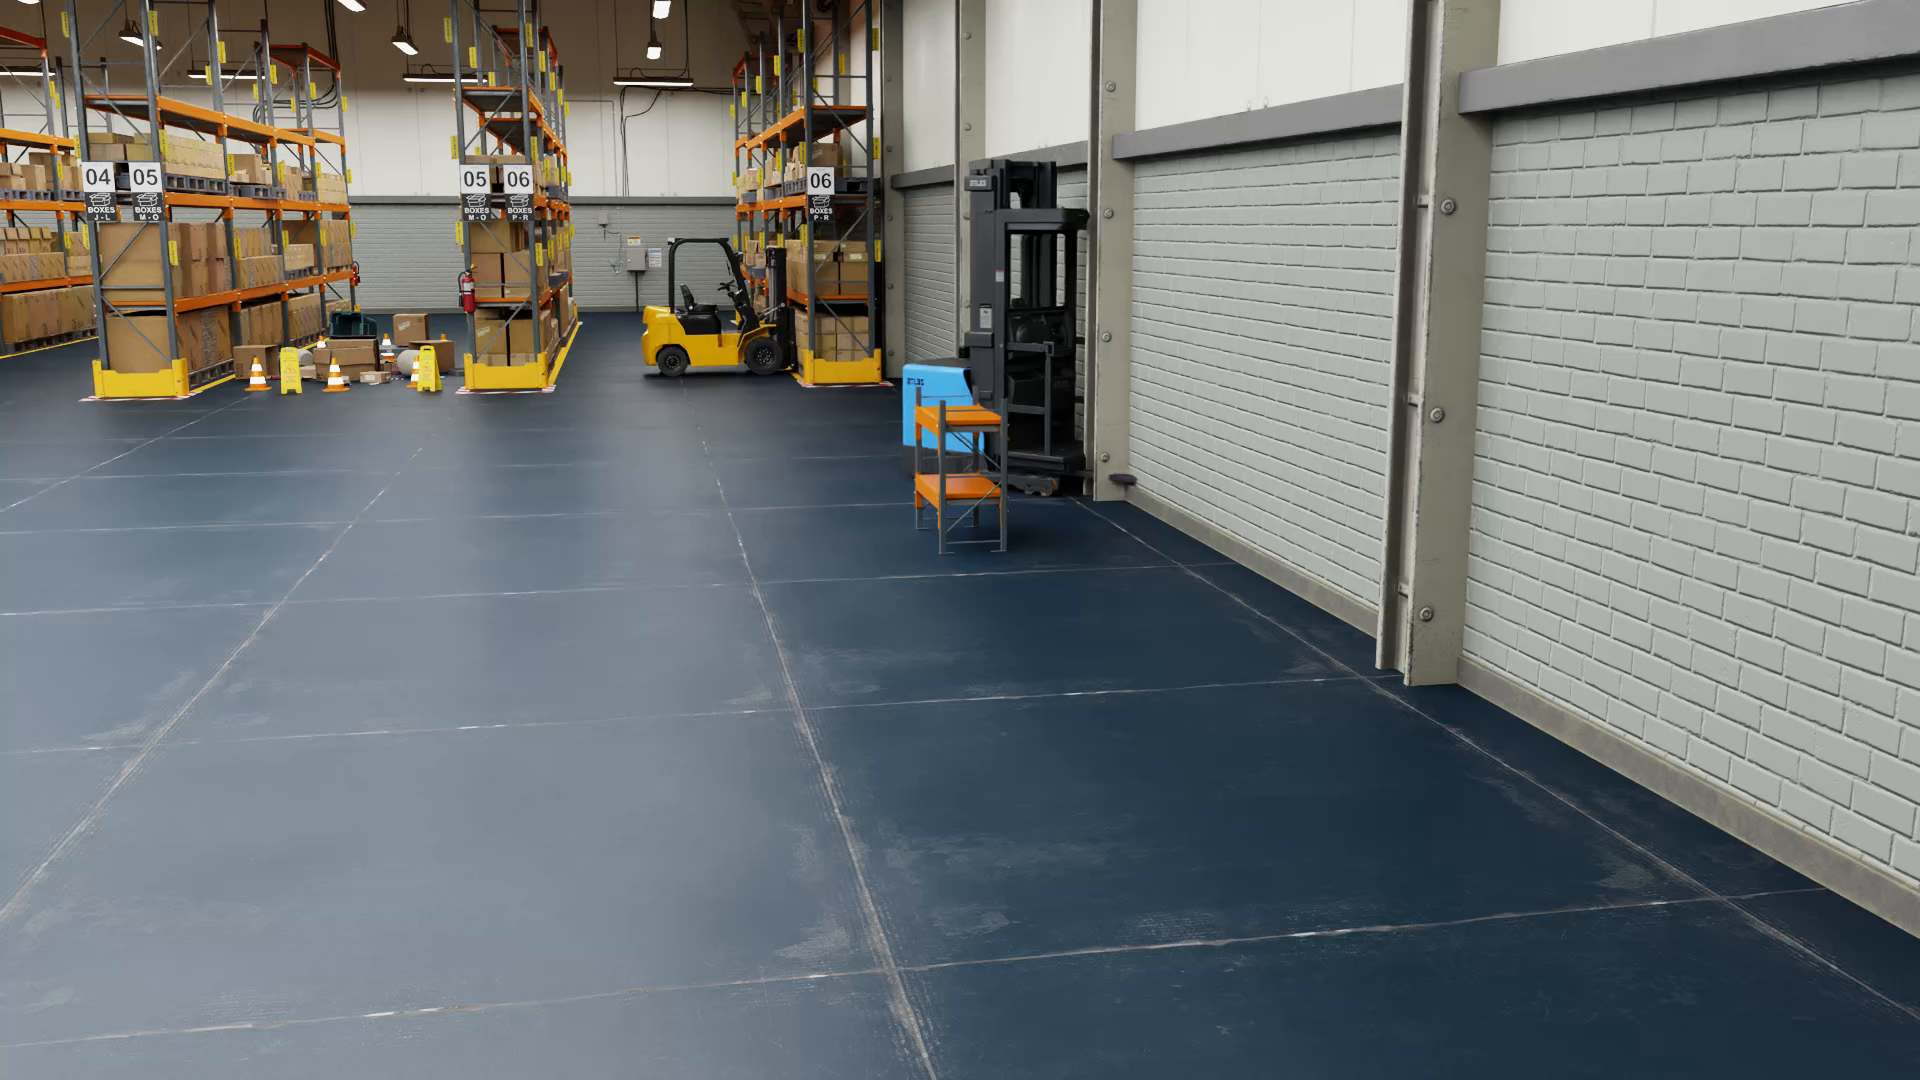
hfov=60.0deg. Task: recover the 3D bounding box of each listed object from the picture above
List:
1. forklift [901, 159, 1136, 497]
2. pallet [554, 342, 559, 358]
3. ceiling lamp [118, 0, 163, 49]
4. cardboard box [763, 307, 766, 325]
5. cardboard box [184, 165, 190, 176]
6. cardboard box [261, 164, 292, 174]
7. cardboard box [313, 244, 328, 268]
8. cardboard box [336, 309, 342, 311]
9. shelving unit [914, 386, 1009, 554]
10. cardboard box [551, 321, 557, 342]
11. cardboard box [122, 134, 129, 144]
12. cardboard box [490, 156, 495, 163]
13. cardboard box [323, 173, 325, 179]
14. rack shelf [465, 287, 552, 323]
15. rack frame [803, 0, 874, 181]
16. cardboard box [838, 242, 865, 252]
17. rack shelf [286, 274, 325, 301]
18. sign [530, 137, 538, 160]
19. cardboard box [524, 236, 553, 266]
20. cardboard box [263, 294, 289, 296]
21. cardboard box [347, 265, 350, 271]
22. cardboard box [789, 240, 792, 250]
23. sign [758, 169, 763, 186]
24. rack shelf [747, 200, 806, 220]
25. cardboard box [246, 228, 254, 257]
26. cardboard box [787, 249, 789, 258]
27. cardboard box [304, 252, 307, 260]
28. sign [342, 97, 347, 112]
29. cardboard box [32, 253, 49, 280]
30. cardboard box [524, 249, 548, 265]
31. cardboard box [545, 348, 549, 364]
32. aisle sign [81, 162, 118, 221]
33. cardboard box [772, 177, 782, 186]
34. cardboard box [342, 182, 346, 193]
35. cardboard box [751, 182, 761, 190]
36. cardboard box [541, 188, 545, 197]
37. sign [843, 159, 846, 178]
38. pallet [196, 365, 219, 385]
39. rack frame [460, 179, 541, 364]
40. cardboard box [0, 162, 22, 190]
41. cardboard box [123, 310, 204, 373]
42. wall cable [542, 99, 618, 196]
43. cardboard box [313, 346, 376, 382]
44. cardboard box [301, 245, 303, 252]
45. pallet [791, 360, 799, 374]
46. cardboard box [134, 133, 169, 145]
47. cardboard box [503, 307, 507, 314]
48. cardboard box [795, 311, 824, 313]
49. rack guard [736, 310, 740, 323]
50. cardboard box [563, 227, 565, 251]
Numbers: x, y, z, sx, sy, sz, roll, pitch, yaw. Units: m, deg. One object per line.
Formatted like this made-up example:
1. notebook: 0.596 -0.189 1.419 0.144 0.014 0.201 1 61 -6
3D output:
1. forklift: 0.893 -1.934 15.021 3.031 2.935 1.130 9 14 39
2. pallet: -7.835 -3.443 30.224 1.003 0.211 1.213 -2 11 -11
3. ceiling lamp: -15.852 -11.315 32.466 0.800 3.185 2.000 -2 11 -11
4. cardboard box: -3.731 -4.501 33.886 0.500 0.500 0.500 -2 11 -12
5. cardboard box: -11.448 -5.379 24.196 0.380 0.149 0.250 -2 11 -11
6. cardboard box: -13.661 -7.158 32.858 0.797 0.503 0.637 -2 11 -12
7. cardboard box: -13.682 -6.010 35.189 0.500 0.500 0.500 -2 11 -12
8. cardboard box: -13.900 -5.027 36.793 0.380 0.149 0.250 -2 11 -10
9. shelving unit: -0.001 -0.554 12.598 0.538 1.125 1.048 -2 11 -11
10. cardboard box: -7.968 -3.856 30.840 0.950 0.372 0.625 -2 11 -12
11. cardboard box: -11.994 -5.654 23.505 0.380 0.149 0.250 -2 11 -10
12. cardboard box: -7.031 -5.555 24.374 0.380 0.149 0.250 -2 11 -10
13. cardboard box: -13.853 -7.810 35.681 0.380 0.149 0.250 -2 11 -13
14. rack shelf: -7.052 -3.726 26.175 1.077 0.370 4.000 -2 11 -11
15. rack frame: -1.795 -6.841 24.572 1.000 3.000 0.127 -2 11 -11
16. cardboard box: -1.651 -4.477 25.399 0.380 0.149 0.250 -2 11 -12
17. rack shelf: -13.444 -4.995 32.841 1.077 0.370 4.000 -2 11 -11
18. sign: -6.131 -5.635 23.922 0.100 0.325 0.005 -2 11 -11
19. cardboard box: -7.251 -4.944 28.465 0.500 0.500 0.500 -2 11 -10
20. cardboard box: -13.842 -4.819 33.550 0.500 0.250 0.500 -2 11 -9
21. cardboard box: -14.270 -6.276 38.318 0.380 0.149 0.250 -2 11 -11
22. cardboard box: -2.655 -4.930 27.779 0.380 0.149 0.250 -2 11 -10
23. sign: -3.884 -7.069 32.411 0.100 0.325 0.005 -2 11 -11
24. rack shelf: -3.740 -6.848 34.555 1.077 0.370 4.000 -2 11 -11
25. cardboard box: -12.676 -5.159 28.835 0.700 0.500 0.500 -2 11 -12
26. cardboard box: -2.769 -4.927 28.560 0.380 0.149 0.250 -2 11 -12
27. cardboard box: -13.407 -5.734 33.555 0.380 0.149 0.250 -2 11 -13
28. sign: -14.063 -9.949 37.978 0.100 0.325 0.005 -2 11 -11
29. cardboard box: -18.161 -5.340 32.462 0.500 0.500 0.500 -2 11 -12
30. cardboard box: -7.111 -4.569 27.617 0.500 0.500 0.500 -2 11 -12
31. cardboard box: -6.641 -2.820 25.722 0.500 0.250 0.500 -2 11 -9
32. aisle sign: -11.780 -4.767 22.769 0.394 0.787 0.004 -2 11 -11
33. cardboard box: -3.235 -6.565 30.426 0.380 0.149 0.250 -2 11 -12
34. cardboard box: -14.272 -8.019 37.847 0.500 0.250 0.500 -2 11 -13
35. cardboard box: -4.137 -7.350 34.550 0.380 0.149 0.250 -2 11 -10
36. cardboard box: -7.080 -5.750 27.532 0.380 0.149 0.250 -2 11 -11
37. sign: -2.029 -6.414 28.758 0.100 0.325 0.005 -2 11 -11
38. pallet: -11.965 -2.511 25.327 1.003 0.211 1.213 -2 11 -11
39. rack frame: -6.663 -3.713 24.180 1.000 3.000 0.127 -2 11 -11
40. cardboard box: -18.358 -6.924 31.631 0.797 0.503 0.637 -2 11 -12
41. cardboard box: -11.869 -2.960 24.785 0.875 0.875 0.875 -2 11 -12
42. wall cable: -10.420 -10.654 44.606 2.355 3.000 0.029 -2 11 -11
43. cardboard box: -9.488 -2.716 25.623 0.637 0.503 0.797 9 14 38
44. cardboard box: -13.366 -5.834 33.281 0.380 0.149 0.250 -2 11 -13
45. pallet: -2.219 -2.886 27.295 1.003 0.211 1.213 -2 11 -11
46. cardboard box: -11.252 -5.584 23.140 0.380 0.149 0.250 -2 11 -10
47. cardboard box: -7.469 -3.702 26.616 0.380 0.149 0.250 -1 11 -8
48. cardboard box: -2.495 -3.593 27.106 0.500 0.250 0.500 -2 11 -12
49. rack guard: -4.892 -5.587 40.711 1.175 0.500 0.348 -2 11 -11
50. cardboard box: -8.664 -6.381 35.258 0.500 0.500 0.500 -2 11 -9
